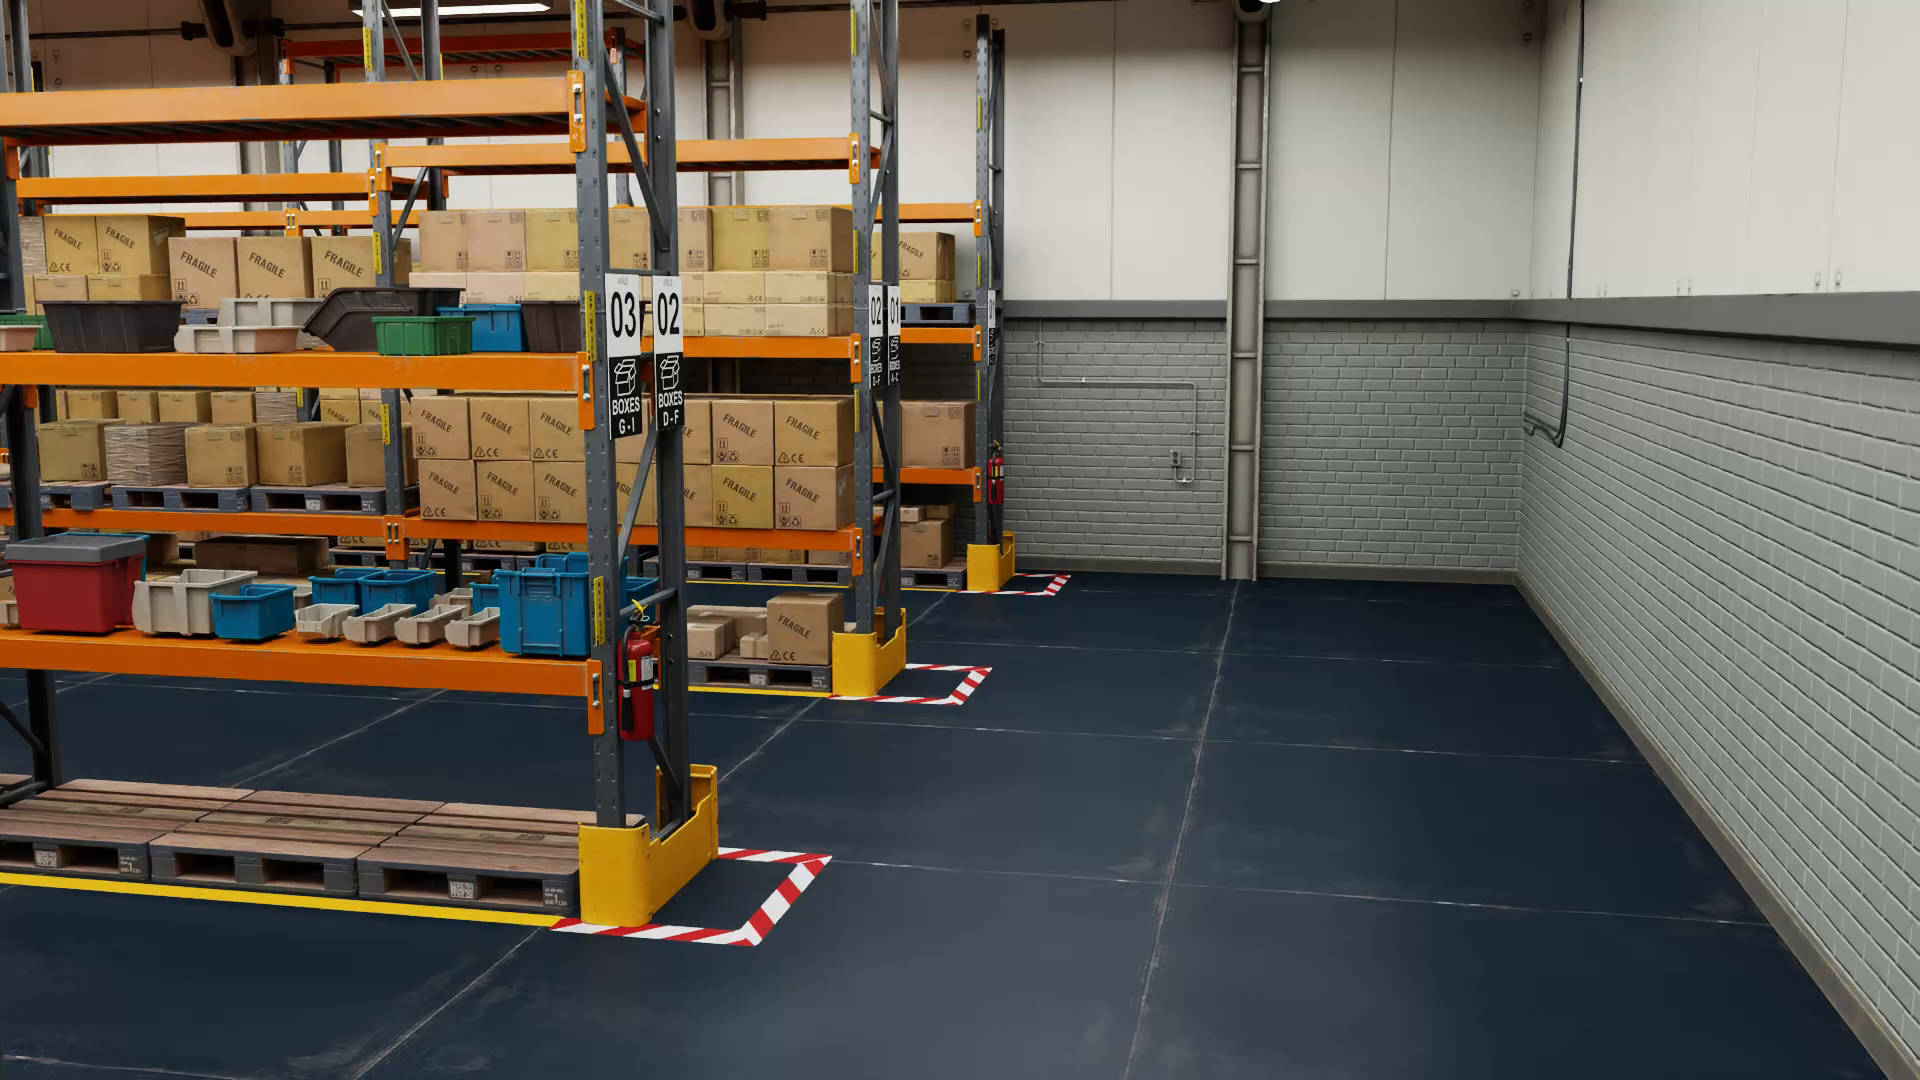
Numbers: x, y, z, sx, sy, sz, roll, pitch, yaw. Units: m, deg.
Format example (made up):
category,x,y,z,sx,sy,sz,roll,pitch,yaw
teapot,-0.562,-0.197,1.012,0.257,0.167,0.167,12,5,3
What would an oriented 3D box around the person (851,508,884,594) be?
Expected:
category,x,y,z,sx,sy,sz,roll,pitch,yaw
person,-0.808,0.258,15.598,0.424,1.220,0.825,1,8,9
